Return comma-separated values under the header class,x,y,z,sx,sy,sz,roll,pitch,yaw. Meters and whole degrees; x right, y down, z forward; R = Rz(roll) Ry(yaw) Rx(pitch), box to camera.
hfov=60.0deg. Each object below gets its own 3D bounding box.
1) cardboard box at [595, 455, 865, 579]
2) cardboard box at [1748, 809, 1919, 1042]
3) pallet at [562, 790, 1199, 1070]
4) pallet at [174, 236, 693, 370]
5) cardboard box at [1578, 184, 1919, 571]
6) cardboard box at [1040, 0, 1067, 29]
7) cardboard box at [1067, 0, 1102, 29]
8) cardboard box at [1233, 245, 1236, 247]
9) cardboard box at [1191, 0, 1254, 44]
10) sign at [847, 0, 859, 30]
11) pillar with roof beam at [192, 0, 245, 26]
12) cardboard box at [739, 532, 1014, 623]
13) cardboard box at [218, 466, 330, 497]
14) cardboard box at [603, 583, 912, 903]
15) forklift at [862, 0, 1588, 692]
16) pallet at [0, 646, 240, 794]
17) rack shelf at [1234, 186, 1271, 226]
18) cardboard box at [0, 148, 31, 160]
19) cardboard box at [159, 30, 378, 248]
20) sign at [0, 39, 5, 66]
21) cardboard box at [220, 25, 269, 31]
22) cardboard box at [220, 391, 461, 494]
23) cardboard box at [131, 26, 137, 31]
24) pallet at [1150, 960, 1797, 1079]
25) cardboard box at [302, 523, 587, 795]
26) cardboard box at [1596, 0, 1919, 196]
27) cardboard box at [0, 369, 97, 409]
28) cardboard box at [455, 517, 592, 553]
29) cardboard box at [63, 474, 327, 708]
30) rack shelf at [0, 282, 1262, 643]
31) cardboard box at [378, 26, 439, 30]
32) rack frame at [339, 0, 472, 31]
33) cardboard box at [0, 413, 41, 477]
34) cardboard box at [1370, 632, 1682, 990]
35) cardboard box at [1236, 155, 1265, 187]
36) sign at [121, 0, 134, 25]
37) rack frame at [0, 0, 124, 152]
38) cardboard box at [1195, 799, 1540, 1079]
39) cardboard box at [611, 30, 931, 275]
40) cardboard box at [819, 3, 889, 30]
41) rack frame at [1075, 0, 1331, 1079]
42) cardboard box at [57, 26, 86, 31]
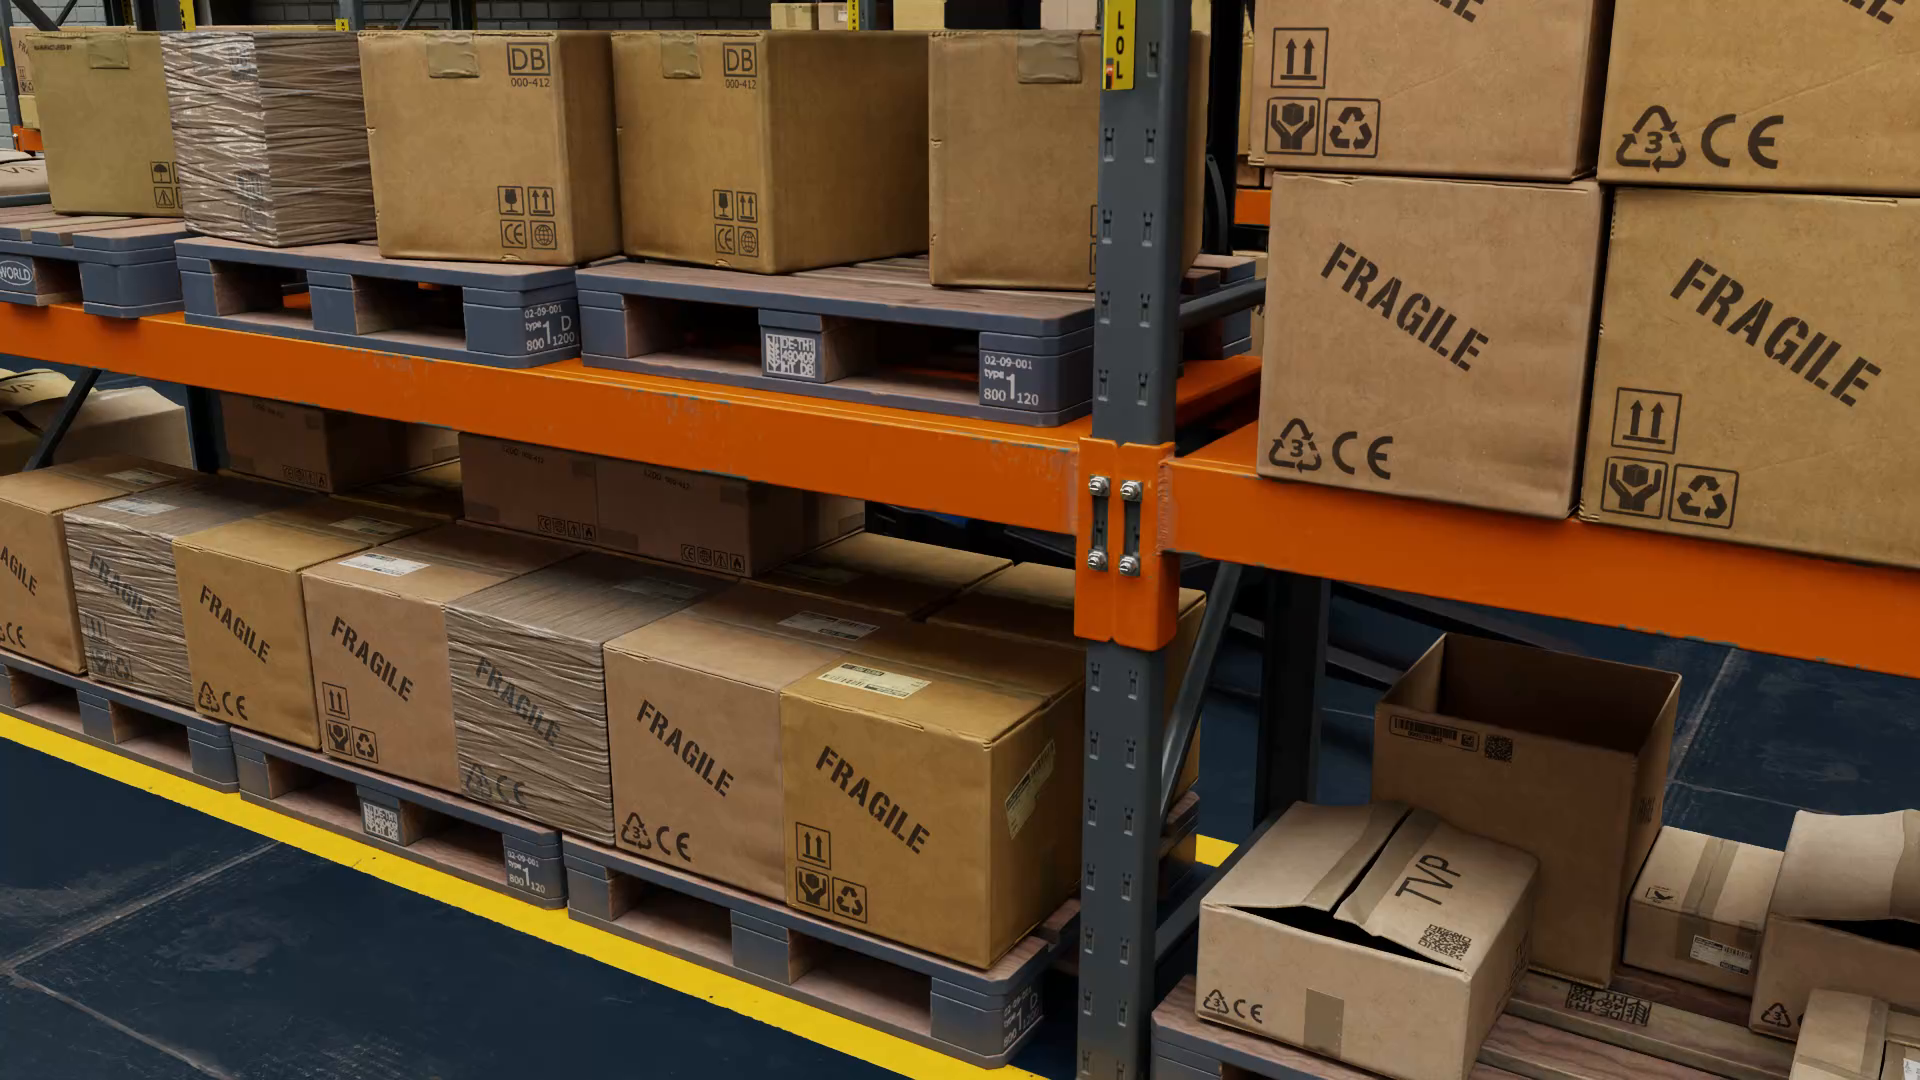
class,x,y,z,sx,sy,sz,roll,pitch,yaw
cardboard box,-0.596,-0.121,4.373,0.500,0.250,0.500,10,20,30
cardboard box,1.814,0.745,3.138,0.500,0.311,0.500,10,20,30
pallet,-0.172,0.758,4.023,1.213,0.211,1.003,10,20,30
pallet,-1.208,-0.684,4.302,1.213,0.211,1.003,10,20,30
cardboard box,1.271,-0.288,2.495,0.500,0.500,0.500,11,20,31
cardboard box,0.432,-2.642,8.409,0.500,0.250,0.500,10,19,29
cardboard box,0.860,-2.567,8.162,0.500,0.250,0.500,10,20,30
cardboard box,1.023,-1.191,8.617,0.750,0.750,0.750,10,20,30
cardboard box,1.298,-2.491,7.911,0.500,0.250,0.500,10,19,29
sign,-0.554,-2.678,8.681,0.005,0.325,0.100,10,20,30
pillar with roof beam,-8.299,-5.427,9.263,0.400,9.000,9.100,10,20,30
cardboard box,-0.204,0.311,4.239,0.500,0.500,0.500,10,20,31
cardboard box,-1.948,-0.001,5.266,0.500,0.500,0.500,11,20,32
cardboard box,-0.446,0.442,3.808,0.500,0.500,0.500,10,20,30
forklift,0.701,-1.138,5.586,1.130,2.935,3.031,-13,21,-36
pallet,-2.251,0.387,5.244,1.213,0.211,1.003,10,20,30
rack shelf,1.426,-1.649,8.388,4.000,0.370,1.077,10,20,30
cardboard box,-3.528,-1.212,5.863,0.500,0.311,0.500,10,19,29
cardboard box,-1.593,-1.065,4.331,0.500,0.500,0.700,15,22,40
sign,-7.379,-3.794,12.722,0.005,0.325,0.100,10,20,30
cardboard box,-4.680,-3.273,11.427,0.500,0.500,0.500,10,20,30
cardboard box,-1.898,-0.352,5.133,0.500,0.250,0.500,11,20,32
cardboard box,-5.547,-3.431,11.948,0.500,0.500,0.500,11,20,32
pallet,1.126,0.977,3.302,1.213,0.211,1.003,10,20,30
cardboard box,-1.308,0.289,4.312,0.500,0.500,0.500,9,19,28
cardboard box,1.235,-0.768,2.358,0.500,0.500,0.500,9,19,28
cardboard box,-3.612,-0.454,6.259,0.500,0.311,0.500,10,19,29
cardboard box,-1.057,0.156,4.749,0.500,0.500,0.500,9,19,28
cardboard box,-2.180,0.133,4.825,0.500,0.500,0.500,9,19,28
rack shelf,-1.163,-0.422,4.347,4.000,0.370,1.077,10,20,30
cardboard box,-3.978,-3.326,11.603,0.500,0.500,0.500,10,19,29
rack frame,-3.687,-2.906,11.288,0.127,3.000,1.000,10,20,30
cardboard box,-3.443,-0.243,5.562,0.500,0.311,0.500,11,20,31
cardboard box,1.175,0.540,3.486,0.500,0.500,0.500,10,20,30
cardboard box,1.414,-1.807,8.068,0.250,0.149,0.380,11,20,32
sign,-6.788,-4.354,13.519,0.005,0.325,0.100,10,20,30
rack frame,-7.095,-3.515,13.291,0.127,3.000,1.000,10,20,30
cardboard box,0.785,0.732,3.181,0.500,0.311,0.500,10,20,30
cardboard box,-0.365,-0.927,3.878,0.500,0.500,0.700,14,22,39
cardboard box,-0.588,-2.912,9.260,0.250,0.149,0.380,7,18,23
rack frame,0.541,-0.462,3.241,0.127,3.000,1.000,10,20,30
cardboard box,-6.430,-3.587,12.461,0.500,0.500,0.500,10,20,30
